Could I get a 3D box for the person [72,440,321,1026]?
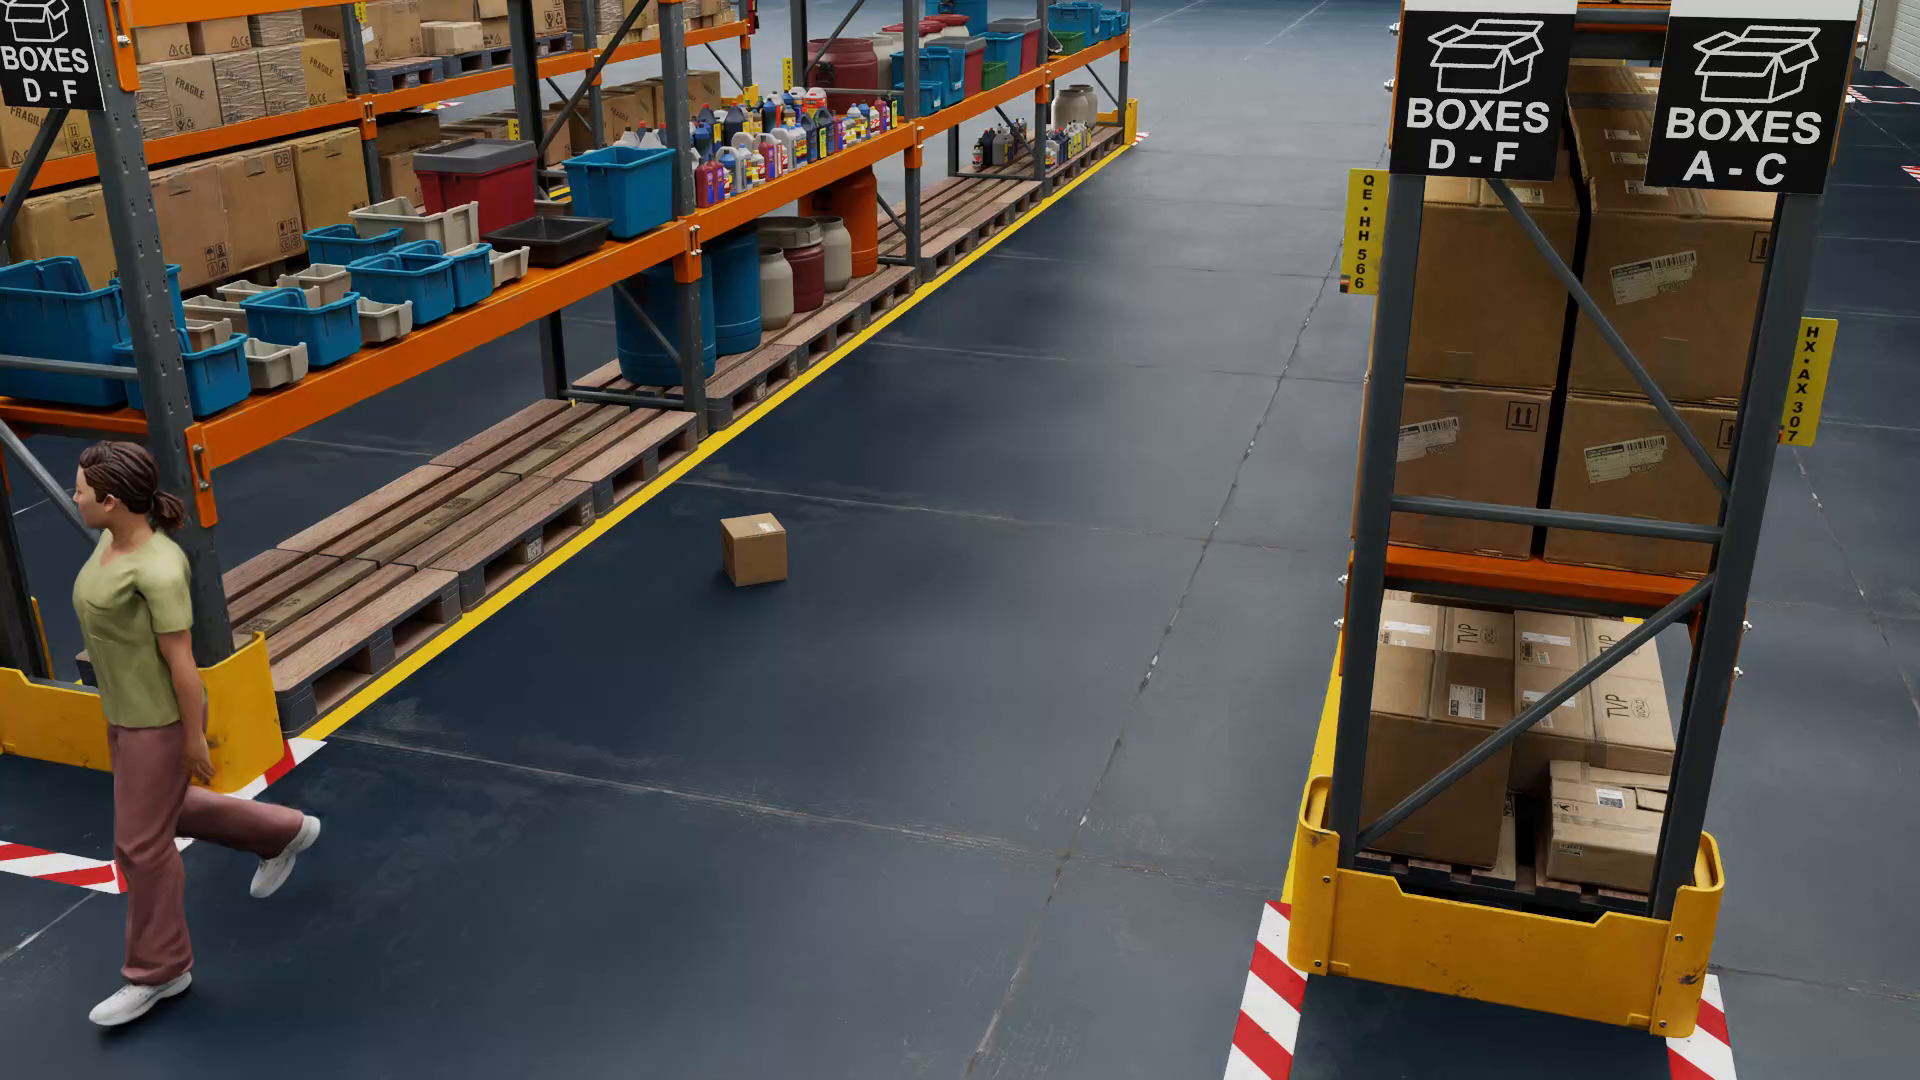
[{"bbox_3d":[-2.327,0.496,4.851,0.808,1.645,0.477,-19,29,-39],"label":"person"}]
